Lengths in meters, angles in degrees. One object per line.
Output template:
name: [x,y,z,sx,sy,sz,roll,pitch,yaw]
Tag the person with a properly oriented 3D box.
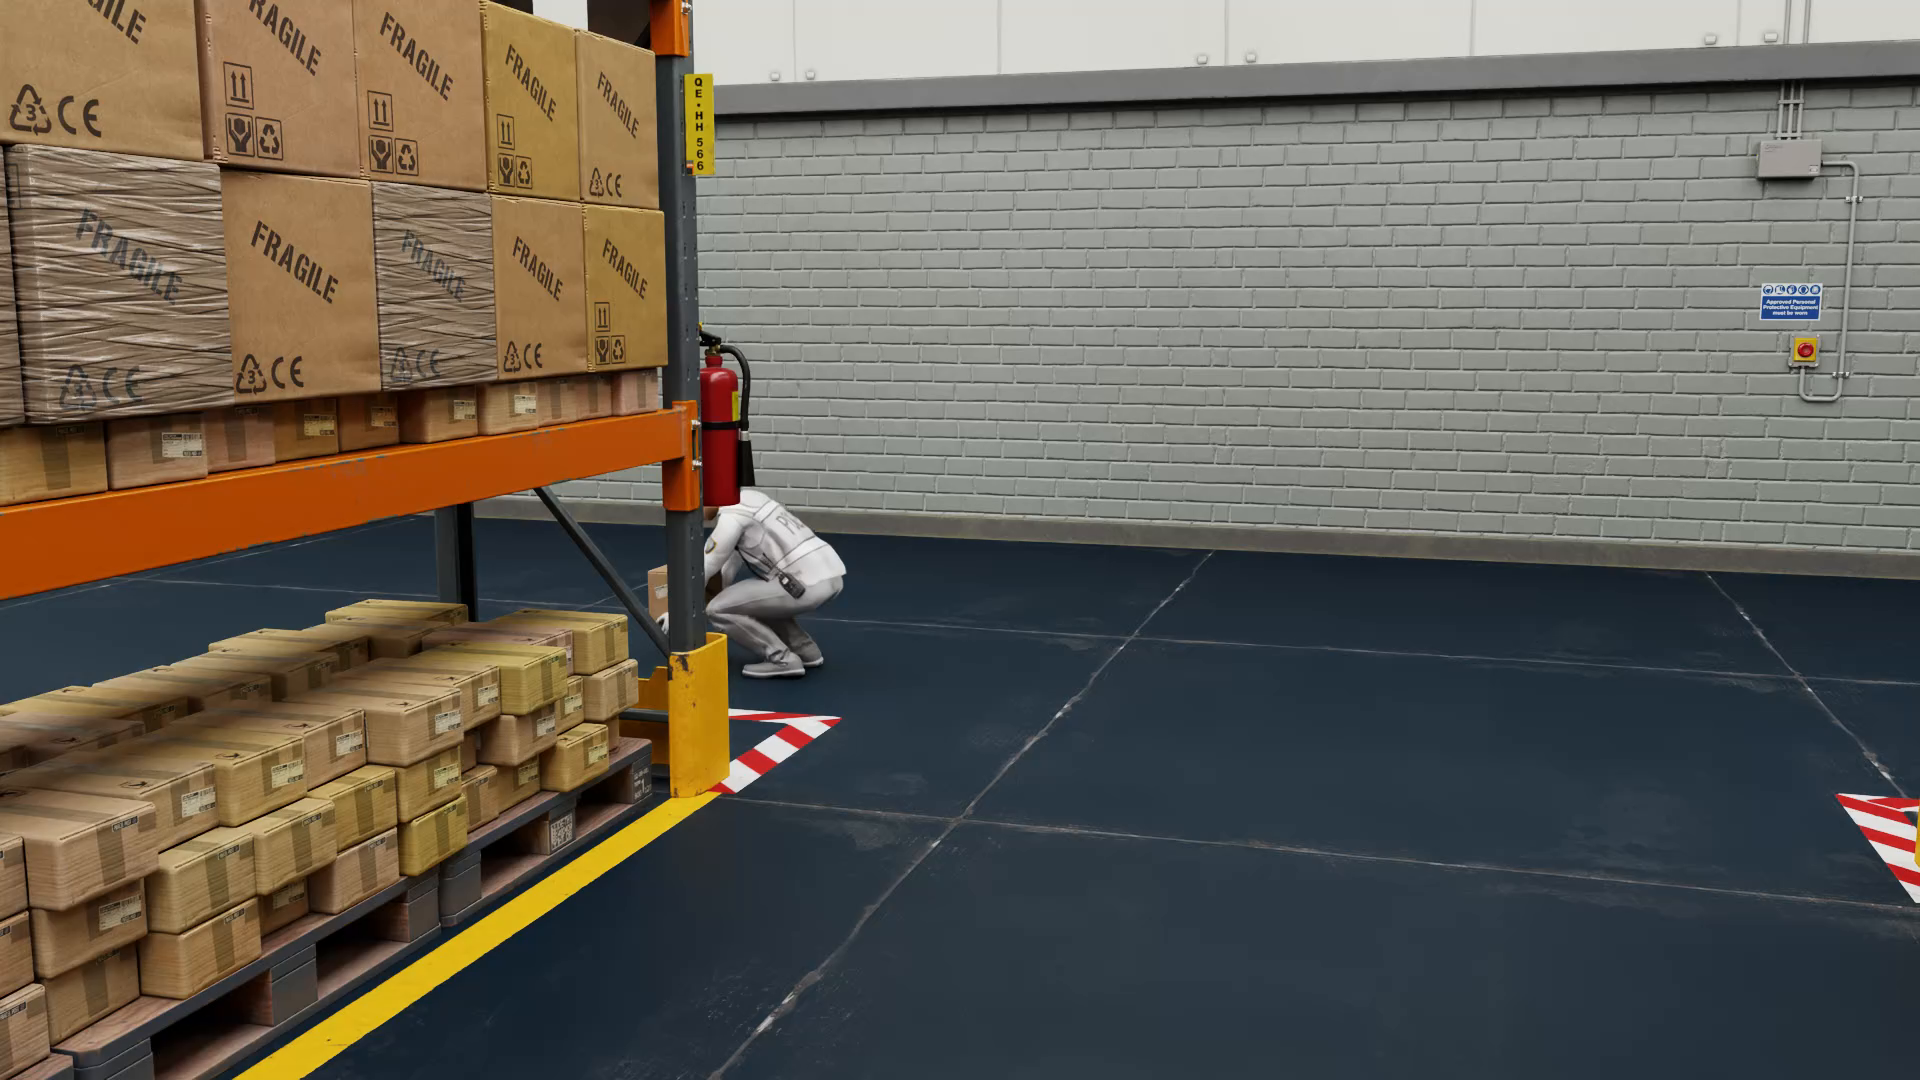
person: [-0.937,0.113,7.474,0.832,0.977,0.470,2,9,15]
